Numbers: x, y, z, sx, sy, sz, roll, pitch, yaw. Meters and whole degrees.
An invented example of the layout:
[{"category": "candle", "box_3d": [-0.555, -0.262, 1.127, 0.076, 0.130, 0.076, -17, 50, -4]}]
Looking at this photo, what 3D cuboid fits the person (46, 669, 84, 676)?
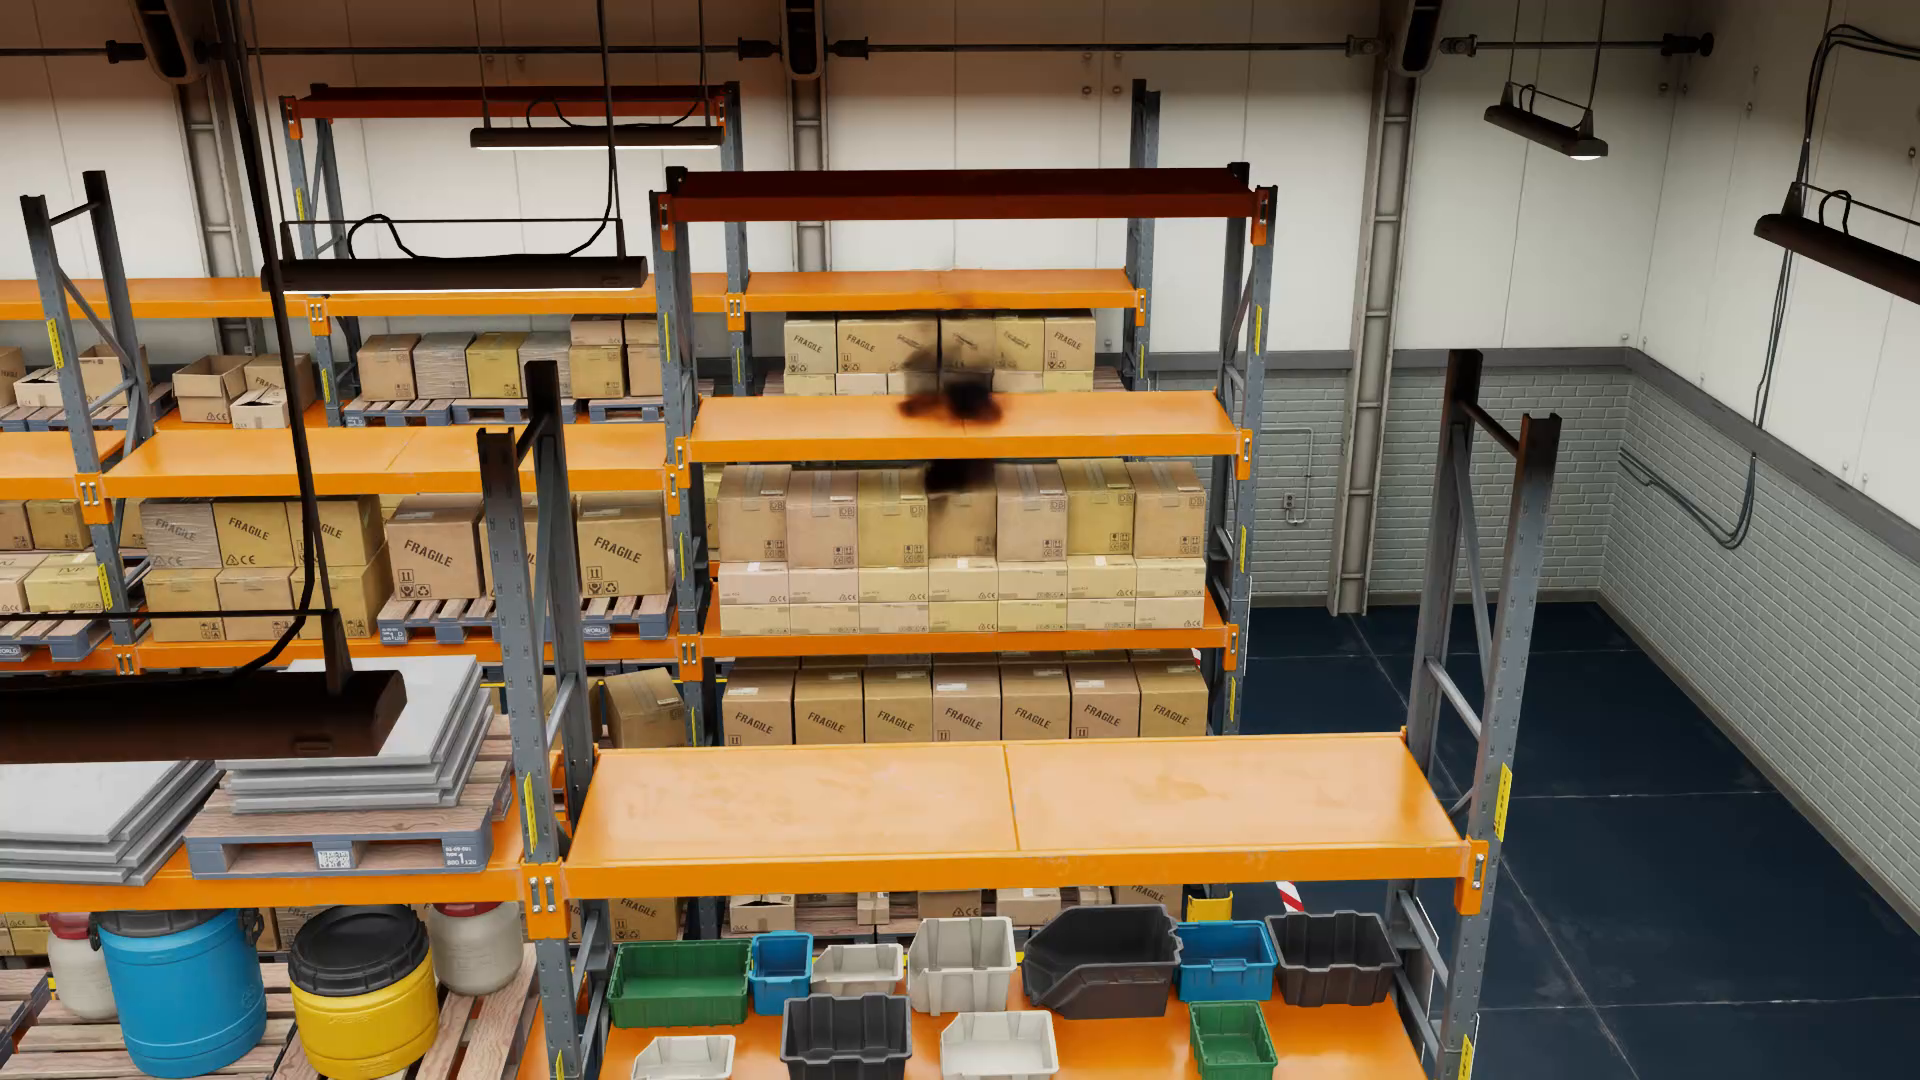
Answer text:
[{"category": "person", "box_3d": [-7.752, 1.799, 14.461, 0.653, 1.687, 0.701, -3, 22, -7]}]
